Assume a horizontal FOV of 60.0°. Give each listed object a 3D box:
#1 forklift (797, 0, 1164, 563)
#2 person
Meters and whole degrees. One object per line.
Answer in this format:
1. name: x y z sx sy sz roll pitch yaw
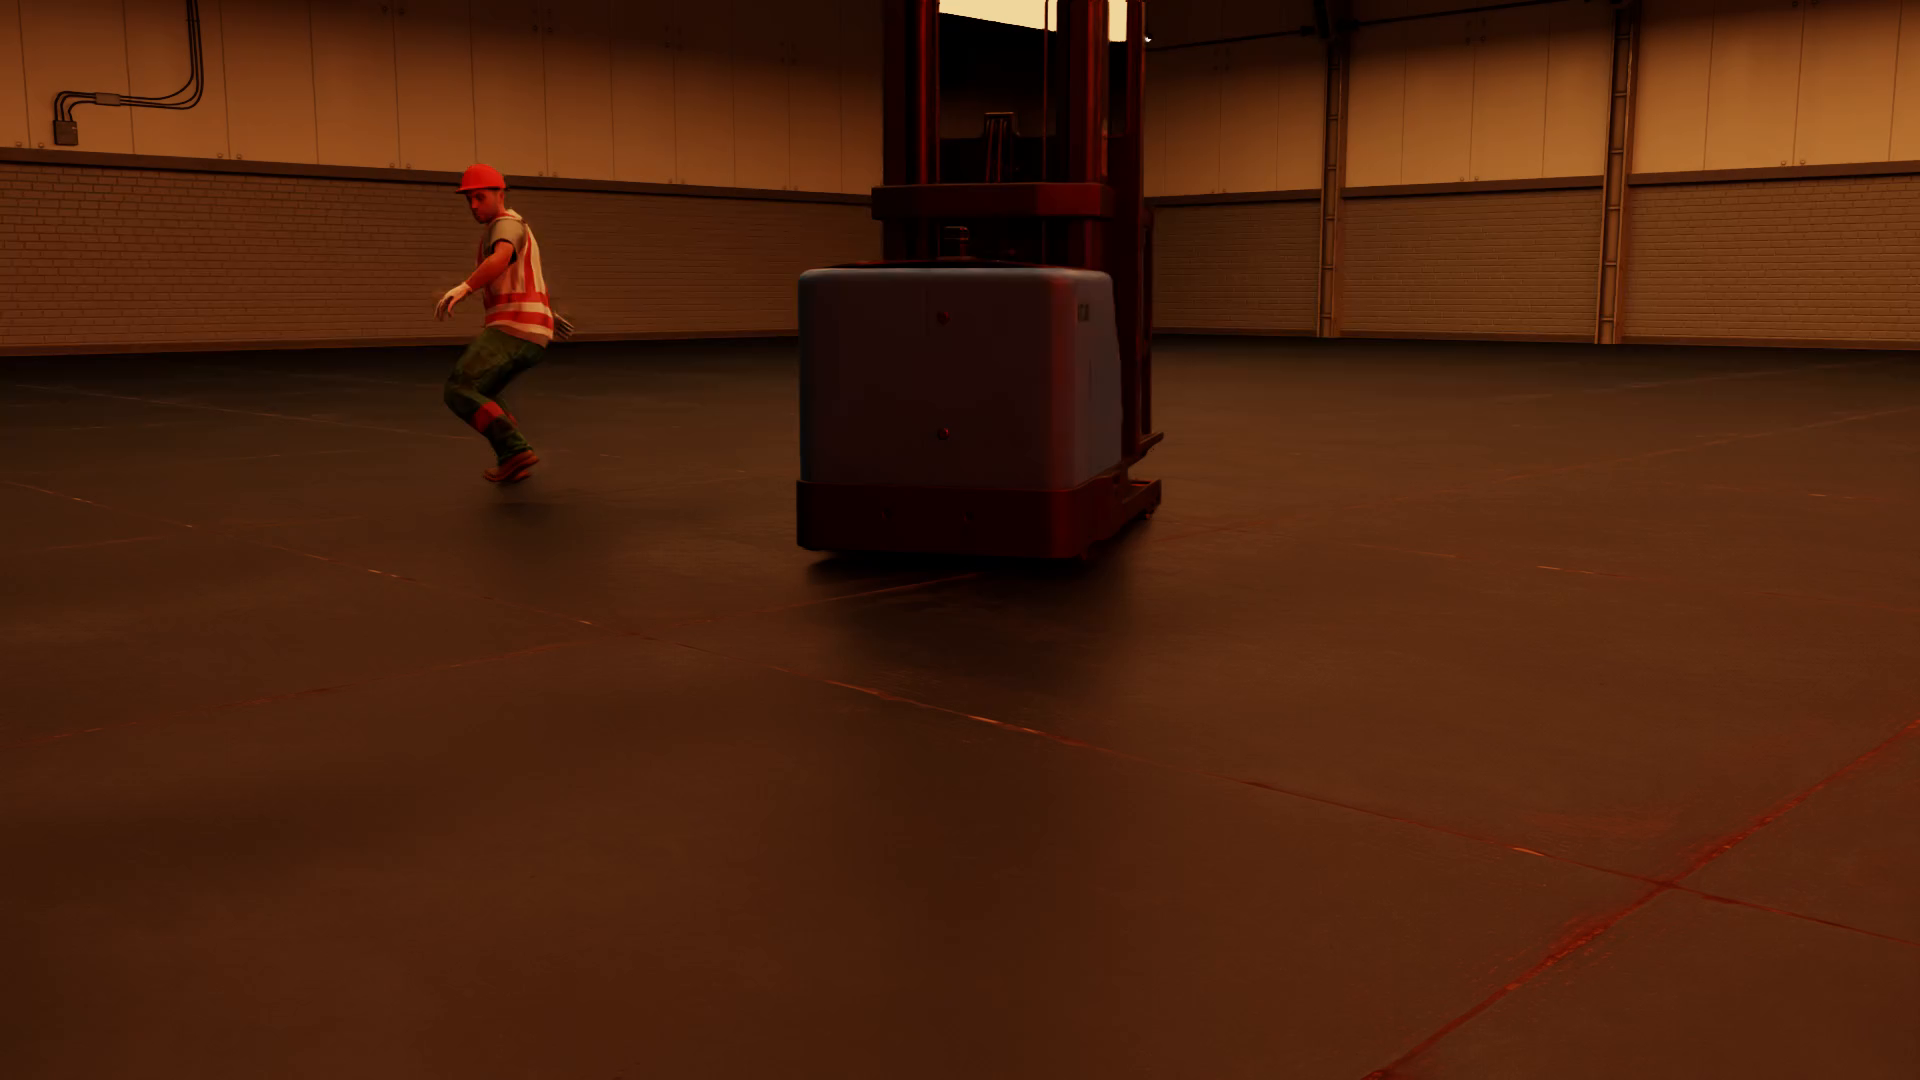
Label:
1. forklift: 0.286 -1.548 7.152 1.130 2.935 3.031 2 9 15
2. person: -2.270 -1.031 8.370 0.526 1.676 1.204 0 9 0
